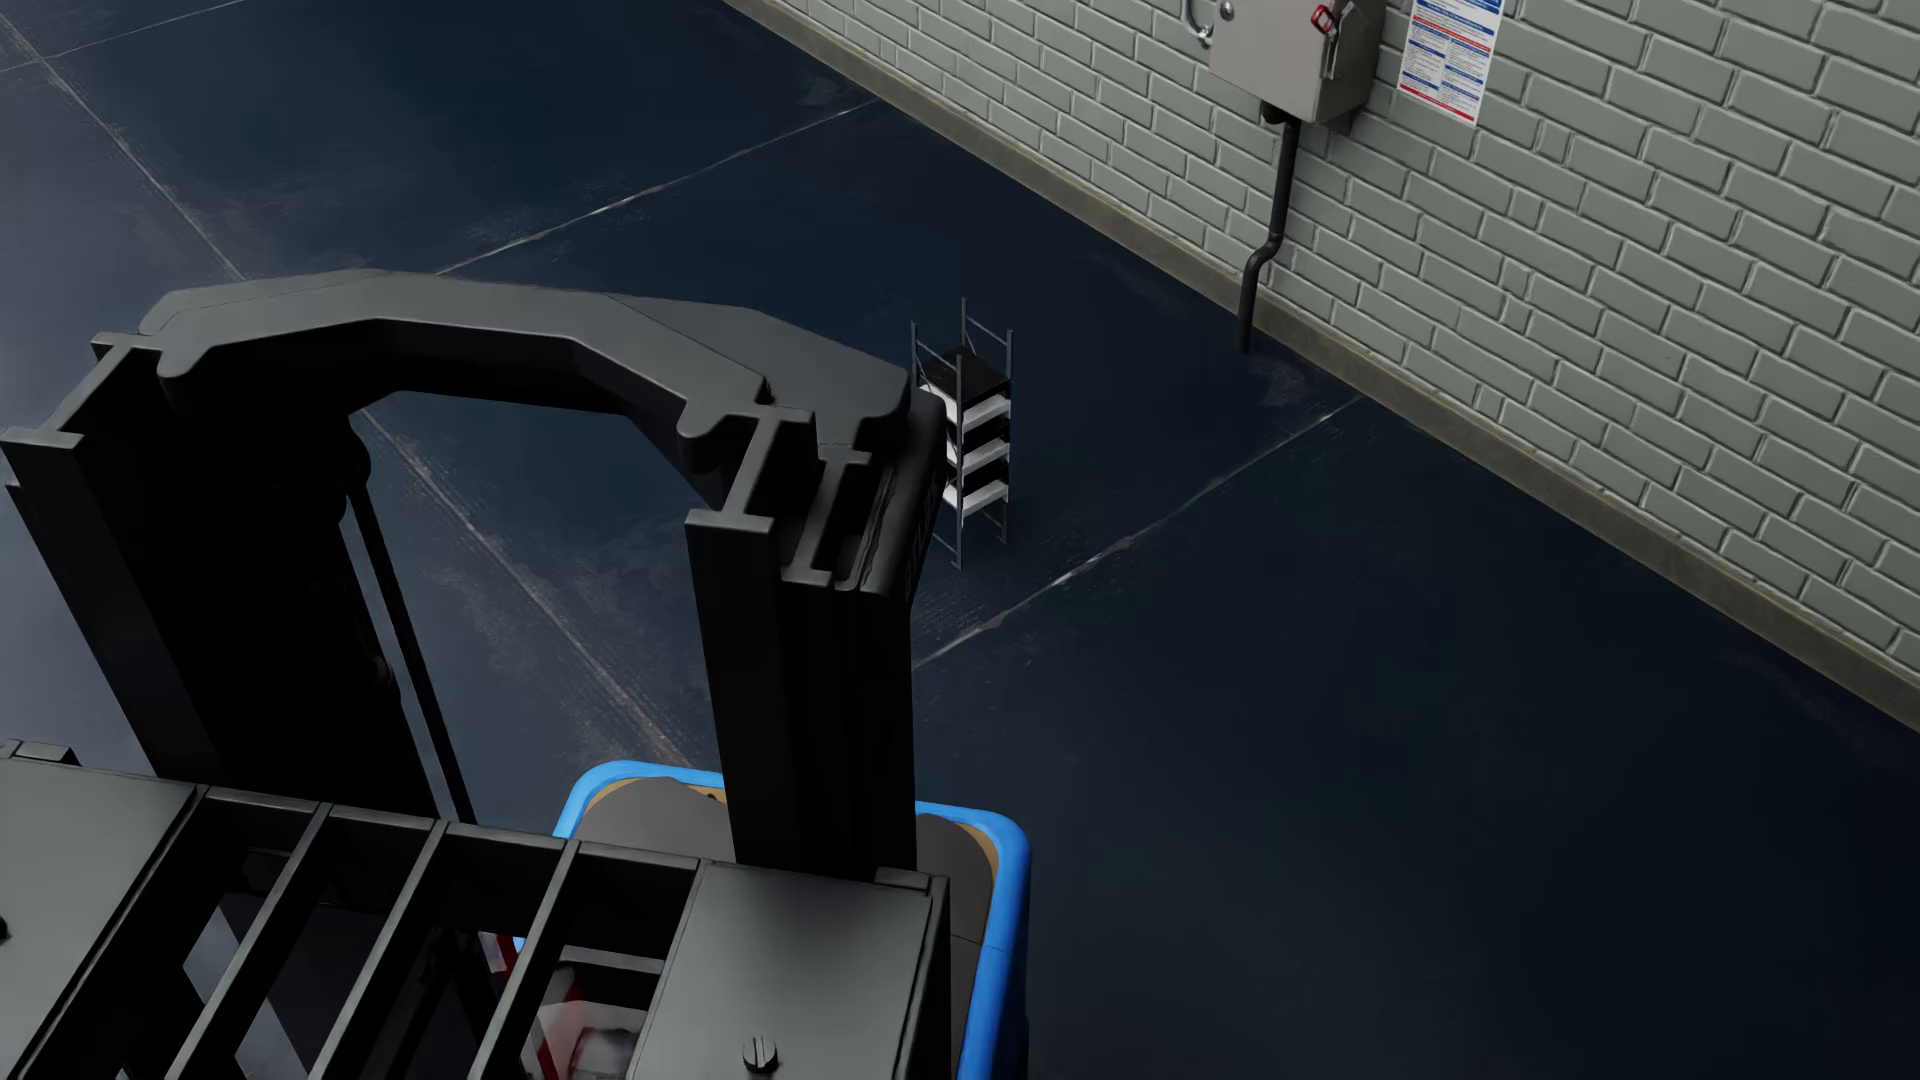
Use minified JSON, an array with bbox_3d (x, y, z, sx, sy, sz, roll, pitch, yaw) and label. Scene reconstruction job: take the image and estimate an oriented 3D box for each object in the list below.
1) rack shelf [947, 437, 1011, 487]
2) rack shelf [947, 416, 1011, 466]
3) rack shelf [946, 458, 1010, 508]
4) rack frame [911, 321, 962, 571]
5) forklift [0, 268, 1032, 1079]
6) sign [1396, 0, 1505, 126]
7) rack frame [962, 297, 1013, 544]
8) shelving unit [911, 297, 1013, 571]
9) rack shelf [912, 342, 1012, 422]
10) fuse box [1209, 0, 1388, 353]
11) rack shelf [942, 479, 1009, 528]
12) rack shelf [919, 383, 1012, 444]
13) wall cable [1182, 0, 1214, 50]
[{"bbox_3d":[0.006,-0.307,5.469,0.200,0.077,0.258,-30,51,-28],"label":"rack shelf"},{"bbox_3d":[0.006,-0.373,5.407,0.200,0.077,0.258,-30,51,-28],"label":"rack shelf"},{"bbox_3d":[0.006,-0.242,5.530,0.200,0.077,0.258,-30,51,-28],"label":"rack shelf"},{"bbox_3d":[-0.072,-0.287,5.398,0.006,0.900,0.240,-30,51,-28],"label":"rack frame"},{"bbox_3d":[-0.596,1.242,2.287,1.130,2.935,3.031,7,44,7],"label":"forklift"},{"bbox_3d":[1.578,-1.617,5.350,0.001,0.494,0.329,-30,51,-28],"label":"sign"},{"bbox_3d":[0.084,-0.376,5.493,0.006,0.900,0.240,-30,51,-28],"label":"rack frame"},{"bbox_3d":[0.006,-0.332,5.446,0.210,0.900,0.258,-30,51,-28],"label":"shelving unit"},{"bbox_3d":[0.006,-0.504,5.284,0.200,0.077,0.258,-30,51,-28],"label":"rack shelf"},{"bbox_3d":[1.102,-1.350,5.938,0.414,1.711,0.539,-30,51,-28],"label":"fuse box"},{"bbox_3d":[0.006,-0.176,5.592,0.200,0.077,0.258,-30,51,-28],"label":"rack shelf"},{"bbox_3d":[0.006,-0.439,5.345,0.200,0.077,0.258,-30,51,-28],"label":"rack shelf"},{"bbox_3d":[0.785,-2.618,5.604,0.122,1.984,0.588,-30,51,-28],"label":"wall cable"}]
